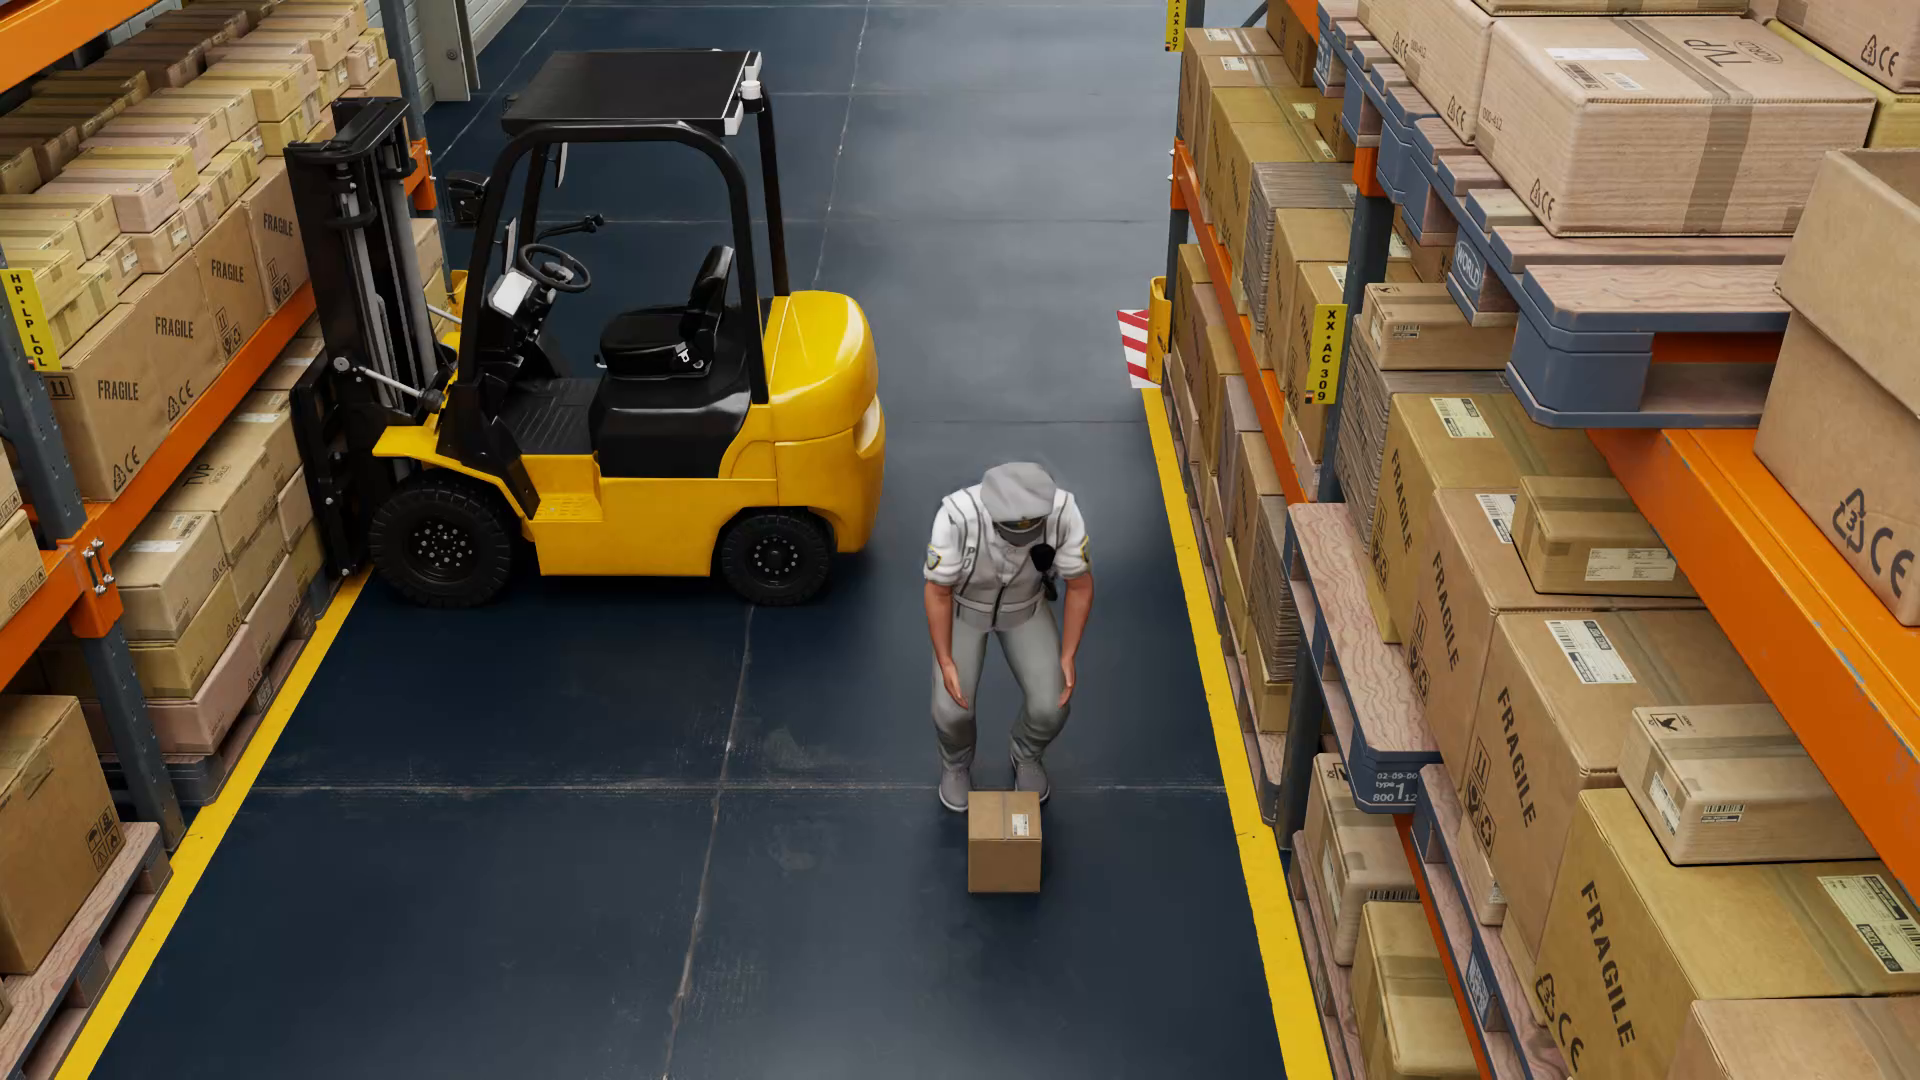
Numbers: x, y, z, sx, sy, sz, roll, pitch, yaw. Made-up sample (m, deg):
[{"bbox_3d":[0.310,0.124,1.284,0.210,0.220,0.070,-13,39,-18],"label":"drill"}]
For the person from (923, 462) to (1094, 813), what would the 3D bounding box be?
[{"bbox_3d":[0.165,0.304,5.884,0.588,1.496,0.752,-2,31,-3],"label":"person"}]
